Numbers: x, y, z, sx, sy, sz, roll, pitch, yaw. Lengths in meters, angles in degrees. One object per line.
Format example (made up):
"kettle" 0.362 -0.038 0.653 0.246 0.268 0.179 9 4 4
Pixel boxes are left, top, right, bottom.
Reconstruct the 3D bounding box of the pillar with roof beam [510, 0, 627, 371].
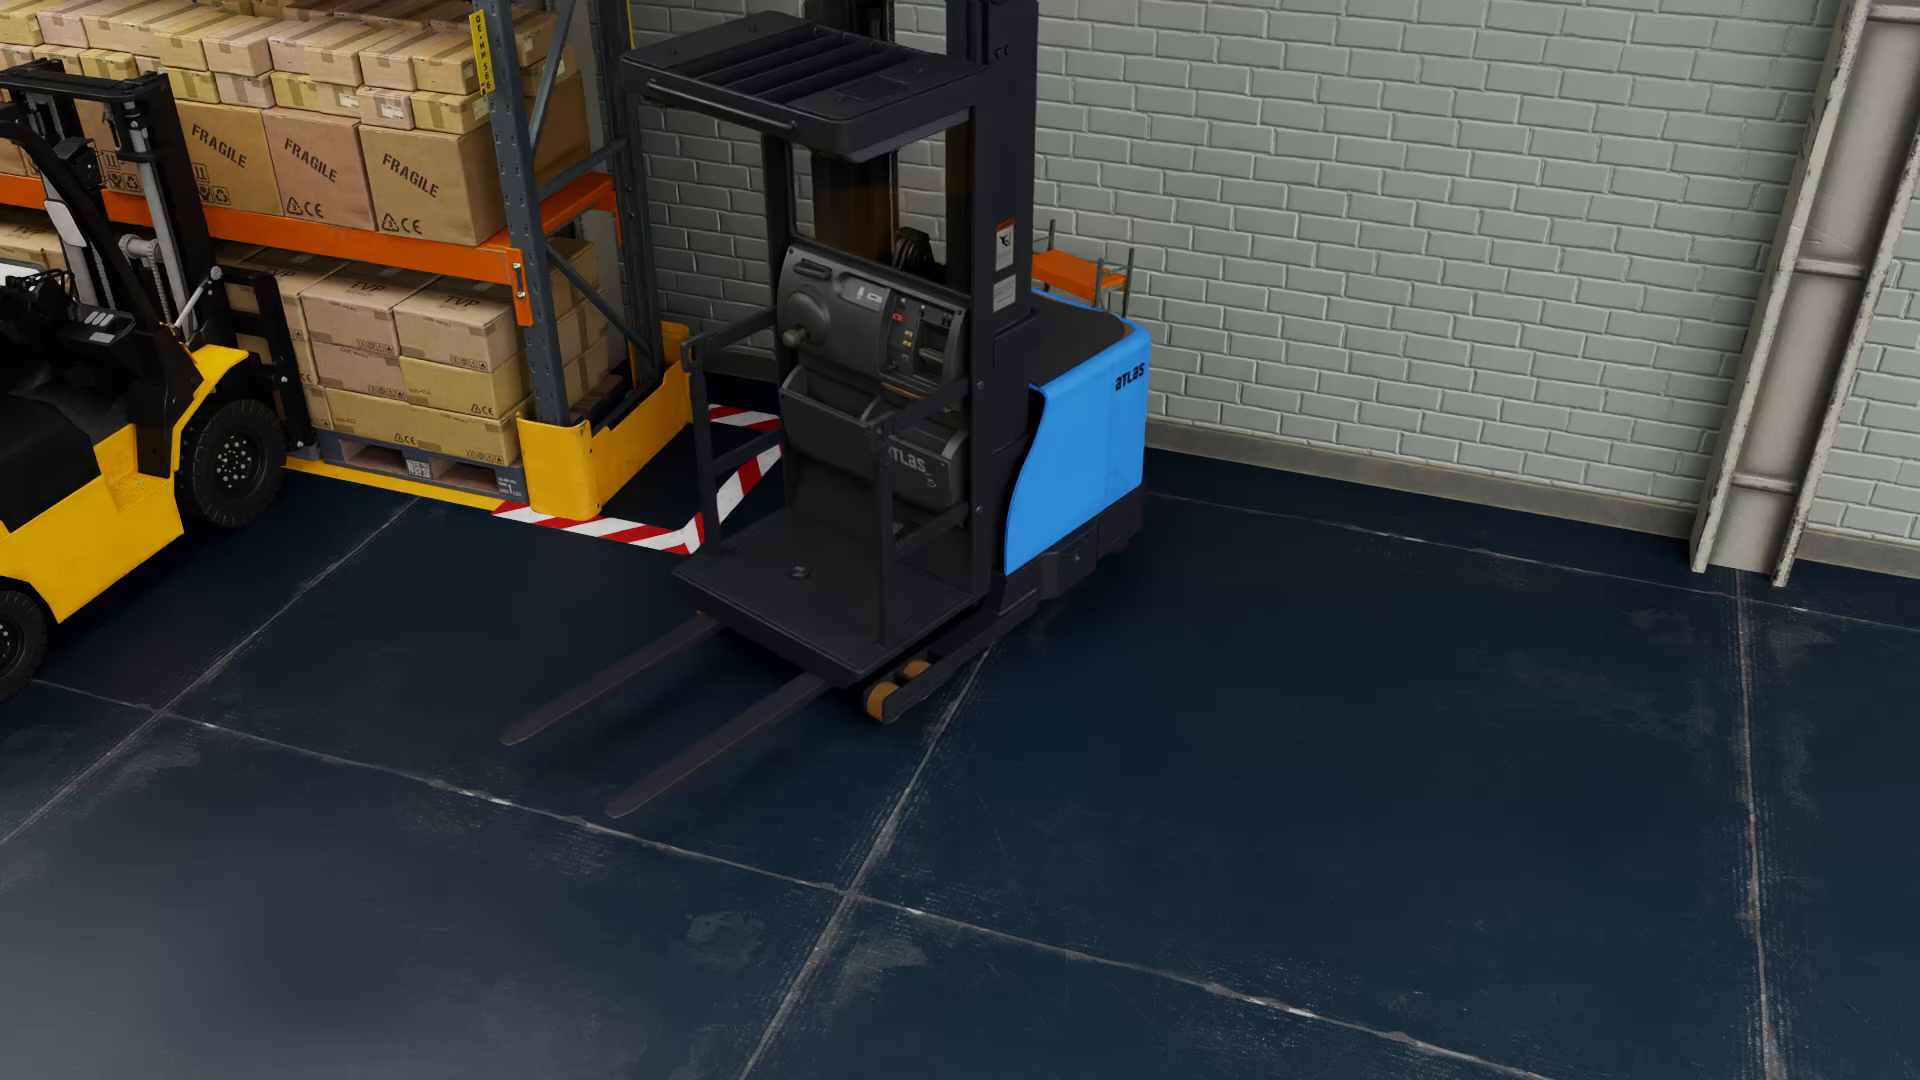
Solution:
"pillar with roof beam" -3.551 -2.584 3.456 0.400 9.000 9.100 11 34 16

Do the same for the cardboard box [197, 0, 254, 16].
"cardboard box" -3.438 -2.582 8.019 0.250 0.149 0.380 11 34 17

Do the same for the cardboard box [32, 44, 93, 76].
"cardboard box" -4.106 -2.279 7.824 0.250 0.149 0.380 10 34 15

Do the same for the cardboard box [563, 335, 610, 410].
"cardboard box" -2.144 -0.885 8.503 0.500 0.250 0.500 11 34 17

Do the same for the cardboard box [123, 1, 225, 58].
"cardboard box" -3.602 -2.349 7.658 0.250 0.149 0.380 12 35 17

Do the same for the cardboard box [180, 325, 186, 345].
"cardboard box" -3.742 -1.109 8.389 0.500 0.250 0.500 11 34 16

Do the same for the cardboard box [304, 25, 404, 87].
"cardboard box" -2.654 -2.135 7.326 0.250 0.149 0.380 12 35 18

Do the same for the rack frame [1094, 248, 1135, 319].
"rack frame" 0.675 -0.777 7.830 0.015 1.200 0.240 28 38 36

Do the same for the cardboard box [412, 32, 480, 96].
"cardboard box" -2.156 -2.071 7.228 0.250 0.149 0.380 11 34 17

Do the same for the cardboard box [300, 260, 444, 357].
"cardboard box" -2.769 -1.131 7.962 0.500 0.250 0.500 12 35 17

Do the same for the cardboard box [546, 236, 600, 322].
"cardboard box" -2.136 -1.300 8.224 0.500 0.250 0.500 10 34 16

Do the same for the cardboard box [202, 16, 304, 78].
"cardboard box" -3.146 -2.209 7.442 0.250 0.149 0.380 12 35 18

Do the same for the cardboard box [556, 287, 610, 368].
"cardboard box" -2.120 -1.097 8.371 0.500 0.250 0.500 12 35 17

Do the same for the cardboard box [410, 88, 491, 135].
"cardboard box" -2.168 -1.909 7.251 0.250 0.149 0.380 12 35 17

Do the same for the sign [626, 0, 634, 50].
"sign" -1.555 -2.353 7.758 0.005 0.325 0.100 11 34 16

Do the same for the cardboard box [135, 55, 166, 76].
"cardboard box" -3.589 -2.223 7.737 0.250 0.149 0.380 11 34 16

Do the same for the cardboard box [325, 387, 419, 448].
"cardboard box" -2.761 -0.716 8.241 0.500 0.250 0.500 11 34 16

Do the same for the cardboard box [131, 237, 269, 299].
"cardboard box" -3.722 -1.315 8.247 0.500 0.250 0.500 10 34 15

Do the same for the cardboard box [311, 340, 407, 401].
"cardboard box" -2.780 -0.932 8.115 0.500 0.250 0.500 11 34 16

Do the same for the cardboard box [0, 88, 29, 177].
"cardboard box" -4.687 -2.147 8.217 0.500 0.500 0.500 12 35 17

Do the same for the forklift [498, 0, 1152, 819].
"forklift" -0.488 -0.810 6.303 1.130 2.935 3.031 25 40 33

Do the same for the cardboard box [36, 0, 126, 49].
"cardboard box" -4.073 -2.440 7.800 0.250 0.149 0.380 11 34 16

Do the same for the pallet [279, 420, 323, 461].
"pallet" -3.626 -0.845 8.864 1.213 0.211 1.003 11 34 16

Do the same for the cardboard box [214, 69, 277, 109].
"cardboard box" -3.139 -2.095 7.539 0.250 0.149 0.380 10 34 15

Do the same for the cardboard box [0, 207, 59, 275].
"cardboard box" -4.685 -1.500 8.533 0.500 0.250 0.500 11 34 17

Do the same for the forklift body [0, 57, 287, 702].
"forklift body" -4.148 -0.733 6.902 1.214 2.155 2.313 11 34 16

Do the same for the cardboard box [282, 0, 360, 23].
"cardboard box" -2.964 -2.479 7.859 0.250 0.149 0.380 12 35 18

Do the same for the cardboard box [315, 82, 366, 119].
"cardboard box" -2.643 -2.019 7.422 0.250 0.149 0.380 12 35 17

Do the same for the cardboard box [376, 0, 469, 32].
"cardboard box" -2.480 -2.390 7.722 0.250 0.149 0.380 12 35 17

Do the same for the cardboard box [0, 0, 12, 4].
"cardboard box" -4.585 -2.492 7.880 0.250 0.149 0.380 12 35 18

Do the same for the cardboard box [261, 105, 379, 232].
"cardboard box" -2.785 -1.772 7.636 0.500 0.500 0.500 12 35 18

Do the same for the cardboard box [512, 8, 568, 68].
"cardboard box" -1.991 -2.284 7.558 0.250 0.149 0.380 10 34 16

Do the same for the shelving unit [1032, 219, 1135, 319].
"shelving unit" 0.502 -0.871 7.975 0.503 1.200 0.258 28 38 36

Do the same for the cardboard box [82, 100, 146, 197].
"cardboard box" -3.744 -1.952 7.915 0.500 0.500 0.500 11 35 17

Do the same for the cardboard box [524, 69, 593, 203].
"cardboard box" -2.120 -1.948 7.910 0.500 0.500 0.500 12 35 18

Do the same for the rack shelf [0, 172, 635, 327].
"rack shelf" -3.630 -1.738 8.339 4.000 0.370 1.077 11 34 16
